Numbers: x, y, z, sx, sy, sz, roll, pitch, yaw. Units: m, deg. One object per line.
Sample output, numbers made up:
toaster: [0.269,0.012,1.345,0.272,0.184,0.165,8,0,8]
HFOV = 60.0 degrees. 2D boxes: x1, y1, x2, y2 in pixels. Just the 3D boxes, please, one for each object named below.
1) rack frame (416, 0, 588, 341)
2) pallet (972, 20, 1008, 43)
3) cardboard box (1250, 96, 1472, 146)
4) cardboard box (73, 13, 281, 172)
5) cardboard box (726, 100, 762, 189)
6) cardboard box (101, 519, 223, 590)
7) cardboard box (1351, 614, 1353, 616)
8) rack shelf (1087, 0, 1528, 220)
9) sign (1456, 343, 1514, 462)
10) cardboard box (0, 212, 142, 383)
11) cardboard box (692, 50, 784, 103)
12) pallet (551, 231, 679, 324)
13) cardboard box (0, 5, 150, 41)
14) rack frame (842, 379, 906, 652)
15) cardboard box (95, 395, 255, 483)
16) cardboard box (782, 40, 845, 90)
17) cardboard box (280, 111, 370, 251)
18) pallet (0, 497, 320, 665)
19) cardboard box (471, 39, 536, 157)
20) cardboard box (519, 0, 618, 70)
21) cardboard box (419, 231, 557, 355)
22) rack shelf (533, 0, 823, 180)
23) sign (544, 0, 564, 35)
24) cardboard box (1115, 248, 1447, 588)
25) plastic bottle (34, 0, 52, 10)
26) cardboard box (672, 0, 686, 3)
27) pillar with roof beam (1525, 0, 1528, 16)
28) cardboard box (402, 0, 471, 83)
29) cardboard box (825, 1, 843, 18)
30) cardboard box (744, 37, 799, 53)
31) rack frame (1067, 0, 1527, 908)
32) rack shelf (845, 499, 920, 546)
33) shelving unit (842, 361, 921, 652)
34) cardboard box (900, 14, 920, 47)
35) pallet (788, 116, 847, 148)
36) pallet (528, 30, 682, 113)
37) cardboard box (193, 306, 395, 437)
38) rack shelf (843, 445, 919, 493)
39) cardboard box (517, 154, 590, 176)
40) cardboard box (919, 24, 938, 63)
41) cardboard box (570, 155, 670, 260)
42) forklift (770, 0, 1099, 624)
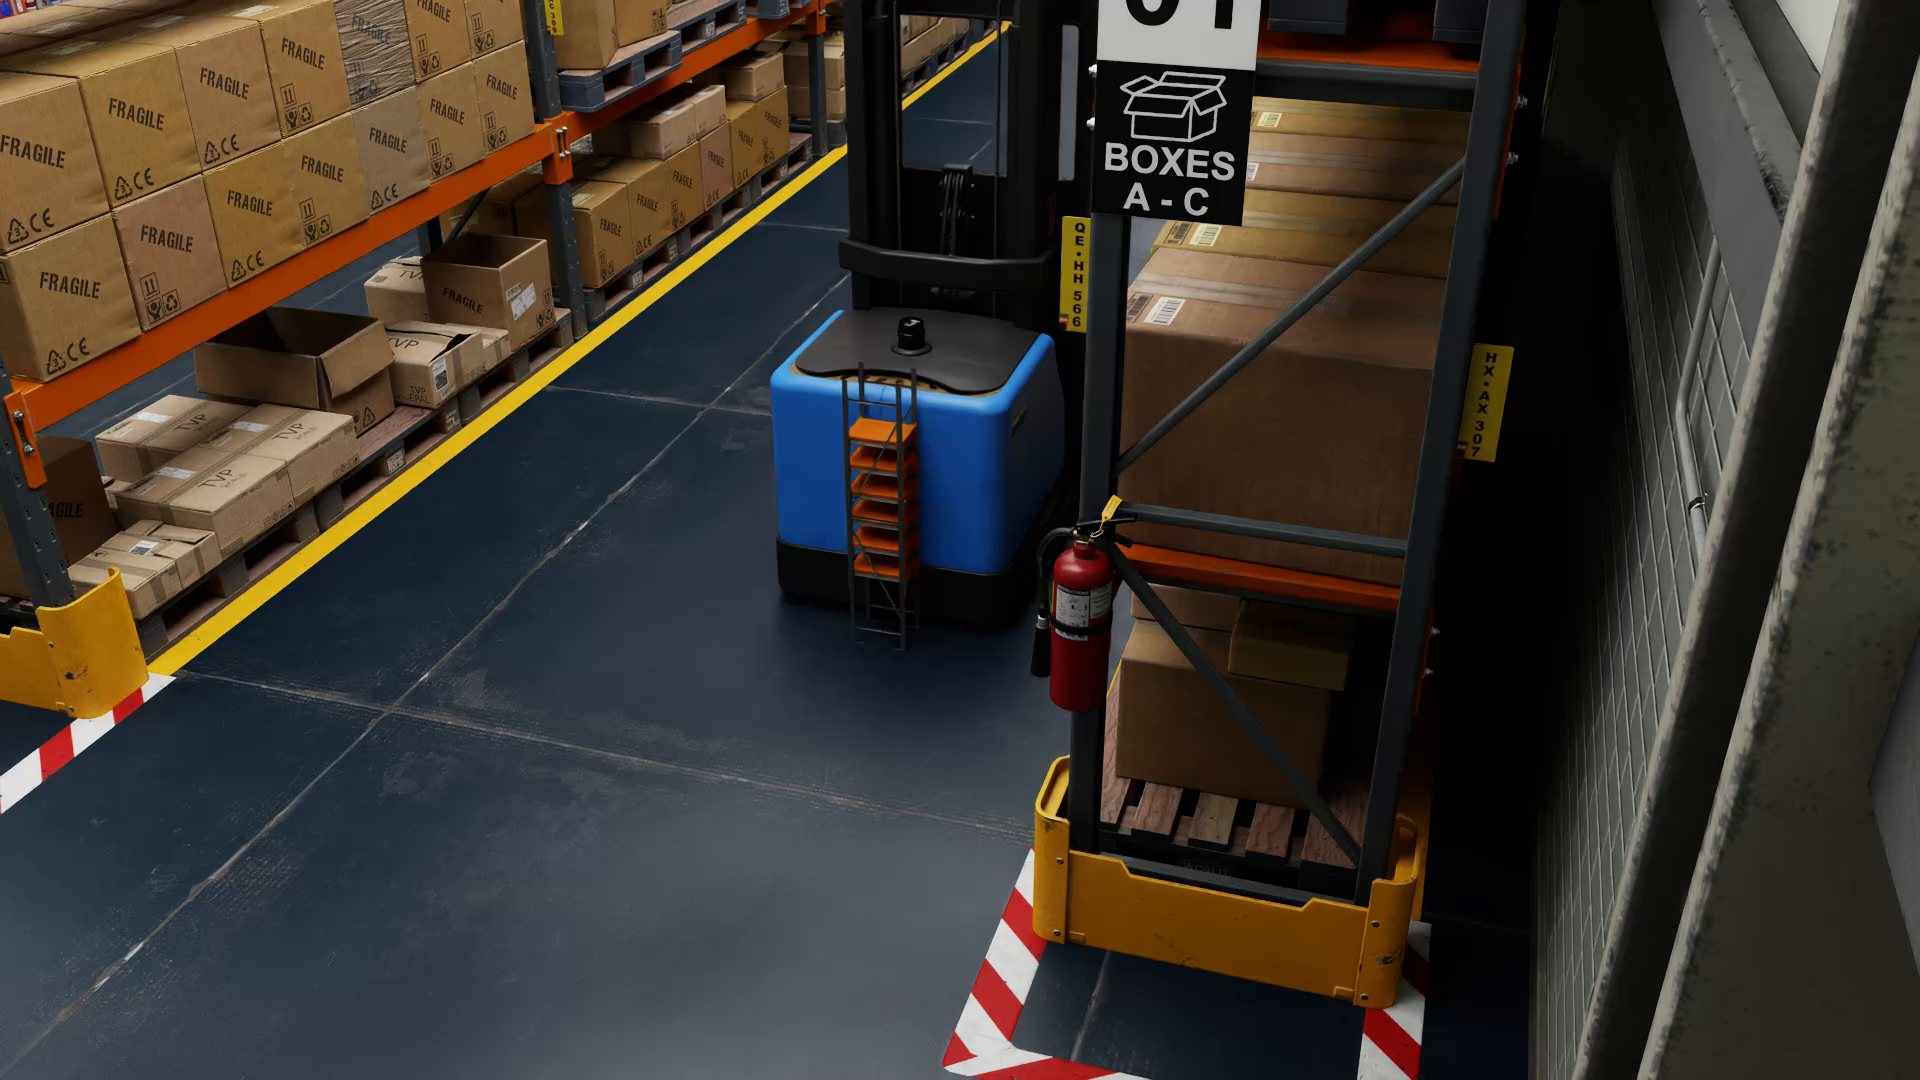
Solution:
rack frame: [-2.725,-2.590,9.319,1.000,3.000,0.127,8,30,15]
pallet: [-0.103,-5.452,17.334,1.003,0.211,1.213,8,30,15]
cardboard box: [1.617,-1.427,6.922,0.980,0.700,0.700,8,30,14]
cardboard box: [-3.219,-1.856,6.869,0.500,0.500,0.500,9,30,16]
cardboard box: [-1.753,-2.840,11.888,0.500,0.500,0.500,7,30,13]
cardboard box: [-3.374,0.054,7.030,0.380,0.166,0.250,8,30,15]
cardboard box: [1.241,0.077,6.665,0.700,0.500,0.500,8,30,13]
rack shelf: [1.425,-1.951,5.827,1.077,0.370,4.000,8,30,15]
sign: [1.366,-0.356,4.333,0.100,0.325,0.005,8,30,15]
cardboard box: [-3.517,-0.943,6.257,0.500,0.500,0.500,9,30,16]
cardboard box: [-1.613,-3.381,12.090,0.500,0.250,0.500,10,31,17]
pallet: [-2.522,-1.754,10.686,1.003,0.211,1.213,8,30,15]
cardboard box: [-3.736,-1.934,7.009,0.500,0.500,0.500,9,30,16]
rack frame: [-0.339,-0.076,6.652,0.240,1.200,0.006,8,30,15]
cardboard box: [-3.667,-0.446,7.843,0.500,0.250,0.500,8,30,15]
cardboard box: [-1.116,-3.877,13.453,0.500,0.311,0.500,10,30,17]
cardboard box: [-3.072,-1.648,7.525,0.500,0.500,0.500,9,30,16]
pallet: [-3.644,0.082,7.386,1.003,0.211,1.213,8,30,15]
cardboard box: [-2.626,-2.364,8.812,0.500,0.500,0.500,9,30,16]
cardboard box: [-2.372,-3.005,9.531,0.700,0.500,0.500,-1,29,-2]
cardboard box: [-2.621,-1.384,9.271,0.500,0.500,0.500,8,30,15]
rack shelf: [-2.138,-3.205,11.165,1.077,0.370,4.000,8,30,15]
sign: [-2.204,-2.894,8.976,0.100,0.325,0.005,8,30,15]
cardboard box: [0.978,-0.395,5.066,0.980,0.700,0.700,10,31,17]
plastic bottle: [-6.619,-3.943,11.879,0.152,0.276,0.135,8,30,15]
cardboard box: [-2.079,-3.969,11.264,0.700,0.500,0.500,14,32,24]
pillar with roof beam: [2.040,-10.248,16.916,9.100,9.000,0.400,8,30,15]
cardboard box: [-2.774,-2.560,8.134,0.500,0.500,0.500,8,30,14]
cardboard box: [-1.186,-4.663,14.867,0.500,0.311,0.500,9,30,16]
cardboard box: [-1.632,-3.954,13.592,0.500,0.311,0.500,9,30,16]
rack frame: [0.838,-0.025,4.710,1.000,3.000,0.127,8,30,15]
rack shelf: [-0.313,-0.080,6.751,0.258,0.103,0.180,8,30,15]
shelving unit: [-0.313,-0.119,6.729,0.258,1.200,0.189,8,30,15]
cardboard box: [-0.668,-4.598,14.749,0.500,0.311,0.500,8,30,14]
pallet: [-1.272,-3.607,14.017,1.003,0.211,1.213,8,30,15]
pallet: [-2.386,-2.861,10.006,1.003,0.211,1.213,8,30,15]
cardboard box: [-3.271,-0.817,8.248,0.797,0.503,0.637,8,30,15]
rack shelf: [-0.313,-0.289,6.634,0.258,0.103,0.180,8,30,15]
cardboard box: [-2.701,-2.188,10.717,0.500,0.500,0.500,9,30,15]
cardboard box: [-0.521,-4.583,15.298,0.500,0.250,0.500,9,30,16]
cardboard box: [-2.204,-2.129,10.610,0.500,0.500,0.500,9,30,16]
forklift: [0.127,-1.629,7.664,1.130,2.935,3.031,8,30,15]
